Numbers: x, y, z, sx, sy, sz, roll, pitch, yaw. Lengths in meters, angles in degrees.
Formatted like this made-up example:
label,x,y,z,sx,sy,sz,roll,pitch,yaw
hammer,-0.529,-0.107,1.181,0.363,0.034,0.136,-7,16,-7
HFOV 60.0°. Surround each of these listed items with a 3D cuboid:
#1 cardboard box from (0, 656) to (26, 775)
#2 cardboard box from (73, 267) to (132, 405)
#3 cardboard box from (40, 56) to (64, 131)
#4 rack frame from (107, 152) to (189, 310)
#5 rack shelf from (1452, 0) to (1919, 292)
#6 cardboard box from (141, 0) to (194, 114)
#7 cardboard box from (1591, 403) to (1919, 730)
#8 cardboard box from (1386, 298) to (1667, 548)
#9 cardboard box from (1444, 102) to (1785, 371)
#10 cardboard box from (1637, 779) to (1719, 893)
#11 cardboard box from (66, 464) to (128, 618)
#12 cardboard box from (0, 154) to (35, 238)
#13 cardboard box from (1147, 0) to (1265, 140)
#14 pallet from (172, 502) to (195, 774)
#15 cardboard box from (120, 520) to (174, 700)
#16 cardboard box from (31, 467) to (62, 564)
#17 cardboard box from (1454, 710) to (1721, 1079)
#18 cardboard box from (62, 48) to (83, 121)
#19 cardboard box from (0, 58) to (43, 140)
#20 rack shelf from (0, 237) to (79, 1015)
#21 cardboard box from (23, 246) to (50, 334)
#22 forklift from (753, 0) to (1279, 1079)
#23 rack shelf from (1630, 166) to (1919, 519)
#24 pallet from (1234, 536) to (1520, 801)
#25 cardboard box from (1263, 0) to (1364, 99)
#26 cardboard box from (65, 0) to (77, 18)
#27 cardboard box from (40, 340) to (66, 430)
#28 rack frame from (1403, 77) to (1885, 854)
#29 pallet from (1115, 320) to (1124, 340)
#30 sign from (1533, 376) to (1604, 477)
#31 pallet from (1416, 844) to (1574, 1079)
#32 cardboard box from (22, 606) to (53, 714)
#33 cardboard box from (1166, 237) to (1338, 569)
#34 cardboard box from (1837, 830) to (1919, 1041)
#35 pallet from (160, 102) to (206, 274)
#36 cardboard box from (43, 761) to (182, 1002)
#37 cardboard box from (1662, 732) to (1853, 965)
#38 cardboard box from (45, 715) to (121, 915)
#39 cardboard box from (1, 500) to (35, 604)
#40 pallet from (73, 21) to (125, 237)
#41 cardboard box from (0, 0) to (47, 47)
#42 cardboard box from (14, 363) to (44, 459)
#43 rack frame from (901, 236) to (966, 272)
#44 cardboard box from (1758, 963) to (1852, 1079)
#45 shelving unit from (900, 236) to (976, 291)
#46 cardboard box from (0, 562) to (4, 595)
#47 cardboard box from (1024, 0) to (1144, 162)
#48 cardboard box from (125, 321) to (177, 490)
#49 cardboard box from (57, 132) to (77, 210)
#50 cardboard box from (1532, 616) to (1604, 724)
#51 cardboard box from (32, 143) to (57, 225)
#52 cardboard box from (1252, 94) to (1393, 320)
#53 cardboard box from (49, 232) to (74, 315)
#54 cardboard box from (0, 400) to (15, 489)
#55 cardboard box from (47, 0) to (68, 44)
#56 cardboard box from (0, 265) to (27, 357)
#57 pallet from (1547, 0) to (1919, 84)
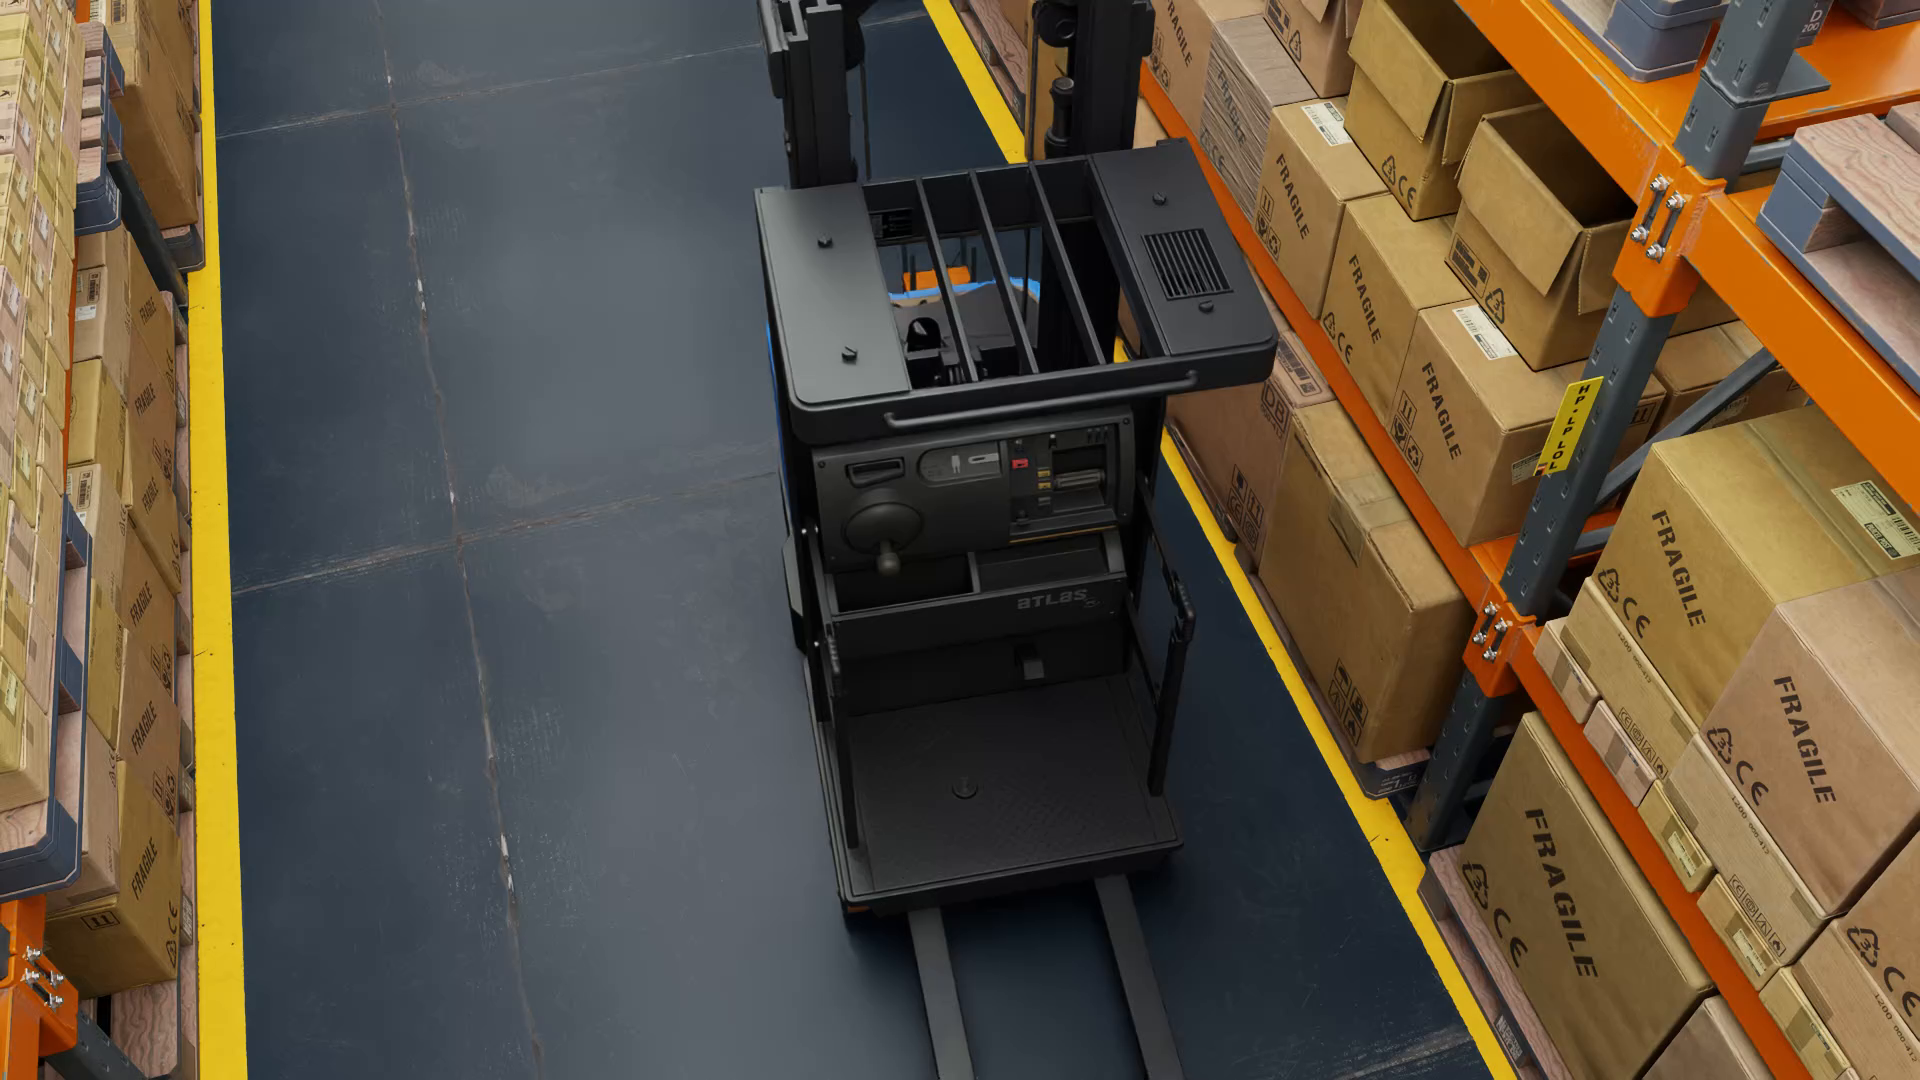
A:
label,x,y,z,sx,sy,sz,roll,pitch,yaw
cardboard box,-2.427,0.447,3.896,0.380,0.149,0.250,-13,51,-10
cardboard box,-3.320,-0.698,6.036,0.500,0.250,0.500,-13,51,-10
cardboard box,-3.191,-1.439,5.486,0.380,0.149,0.250,-12,51,-10
rack frame,-3.933,-1.933,6.207,1.000,3.000,0.127,-13,51,-11
rack shelf,1.427,-2.255,4.987,1.077,0.370,4.000,-13,51,-11
cardboard box,-4.289,-2.446,7.837,1.050,0.750,0.750,-13,51,-10
cardboard box,1.916,0.059,3.941,0.500,0.500,0.500,-13,51,-11
cardboard box,1.619,-0.371,4.825,0.500,0.500,0.500,-13,51,-11
cardboard box,1.821,-0.879,4.597,0.797,0.503,0.637,-15,51,-12
cardboard box,1.944,0.697,4.154,0.380,0.149,0.250,-12,51,-10
cardboard box,-3.022,0.056,5.400,0.500,0.250,0.500,-12,51,-10
cardboard box,-2.970,-0.980,4.904,0.380,0.149,0.250,-11,51,-9
cardboard box,1.029,-1.847,6.069,0.500,0.500,0.500,-14,51,-12
pallet,-3.346,0.426,6.042,1.003,0.211,1.213,-13,51,-11
cardboard box,-3.041,0.294,5.690,0.500,0.500,0.500,-13,51,-10
cardboard box,-2.658,-0.026,4.489,0.380,0.149,0.250,-13,51,-11
cardboard box,2.137,0.991,4.858,0.875,0.875,0.875,-13,51,-11
cardboard box,-3.276,-1.549,5.773,0.380,0.149,0.250,-13,51,-11
cardboard box,-3.118,-1.355,5.221,0.380,0.149,0.250,-12,51,-10
rack shelf,-3.341,-0.240,5.251,1.077,0.370,4.000,-13,51,-11
cardboard box,-2.891,-0.695,4.859,0.380,0.149,0.250,-14,51,-12
forklift,0.092,-0.031,4.649,1.130,2.935,3.031,-8,50,-7
rack shelf,2.610,0.667,2.524,1.077,0.370,4.000,-13,51,-11
pallet,1.718,0.293,6.154,1.003,0.211,1.213,-13,51,-11
cardboard box,1.431,-1.833,5.402,0.797,0.503,0.637,-12,51,-10
cardboard box,-3.808,-2.354,6.497,0.500,0.500,0.500,-13,51,-11
cardboard box,-2.818,-0.410,4.813,0.380,0.149,0.250,-14,51,-12
rack frame,2.018,-0.059,4.628,1.000,3.000,0.127,-13,51,-11
pallet,0.996,-1.489,7.657,1.003,0.211,1.213,-13,51,-11
sign,1.503,-0.277,4.106,0.100,0.325,0.005,-13,51,-11
pallet,2.168,1.413,5.211,1.003,0.211,1.213,-13,51,-11
cardboard box,-2.514,0.341,4.180,0.380,0.149,0.250,-13,51,-10
cardboard box,1.545,-0.625,6.220,1.225,0.875,0.875,-15,51,-12
cardboard box,2.212,0.800,3.317,0.500,0.500,0.500,-15,51,-12
pallet,-4.094,-1.627,7.773,1.003,0.211,1.213,-13,51,-11
cardboard box,-2.715,1.059,5.045,0.500,0.500,0.500,-12,51,-10
cardboard box,2.049,0.660,3.925,0.500,0.250,0.500,-14,51,-11
cardboard box,-2.716,0.818,4.758,0.500,0.250,0.500,-15,52,-13
cardboard box,-2.582,0.069,4.214,0.380,0.149,0.250,-12,51,-10
pallet,-3.620,-1.375,5.862,1.213,0.211,1.003,-13,51,-11
cardboard box,-3.278,-1.741,5.546,0.380,0.149,0.250,-14,51,-11
cardboard box,-2.742,-0.317,4.540,0.380,0.149,0.250,-11,51,-10
rack frame,-0.096,-0.774,6.408,0.240,1.200,0.006,-8,50,-7
cardboard box,2.099,1.076,3.835,0.380,0.149,0.250,-14,51,-11
shelving unit,-0.078,-0.706,6.350,0.258,1.200,0.189,-8,50,-7
cardboard box,-2.515,0.149,3.953,0.380,0.149,0.250,-12,51,-10
cardboard box,1.019,-1.922,7.313,1.225,0.875,0.875,-15,52,-13
cardboard box,-3.338,-0.461,6.327,0.500,0.500,0.500,-11,51,-10
cardboard box,-3.129,-1.178,5.461,0.380,0.149,0.250,-14,51,-11
cardboard box,1.788,0.313,4.478,0.380,0.149,0.250,-13,51,-11
cardboard box,-3.046,-1.074,5.178,0.380,0.149,0.250,-14,51,-11
cardboard box,1.318,-1.114,5.452,0.500,0.500,0.500,-14,51,-11
cardboard box,-2.973,-0.793,5.136,0.380,0.149,0.250,-12,51,-10
cardboard box,-2.660,-0.222,4.266,0.380,0.149,0.250,-14,51,-11
cardboard box,-3.352,-1.825,5.812,0.380,0.149,0.250,-12,51,-10
cardboard box,-2.810,-0.593,4.578,0.380,0.149,0.250,-12,51,-10
pallet,1.700,-1.623,4.109,0.805,0.209,1.217,-15,52,-12
